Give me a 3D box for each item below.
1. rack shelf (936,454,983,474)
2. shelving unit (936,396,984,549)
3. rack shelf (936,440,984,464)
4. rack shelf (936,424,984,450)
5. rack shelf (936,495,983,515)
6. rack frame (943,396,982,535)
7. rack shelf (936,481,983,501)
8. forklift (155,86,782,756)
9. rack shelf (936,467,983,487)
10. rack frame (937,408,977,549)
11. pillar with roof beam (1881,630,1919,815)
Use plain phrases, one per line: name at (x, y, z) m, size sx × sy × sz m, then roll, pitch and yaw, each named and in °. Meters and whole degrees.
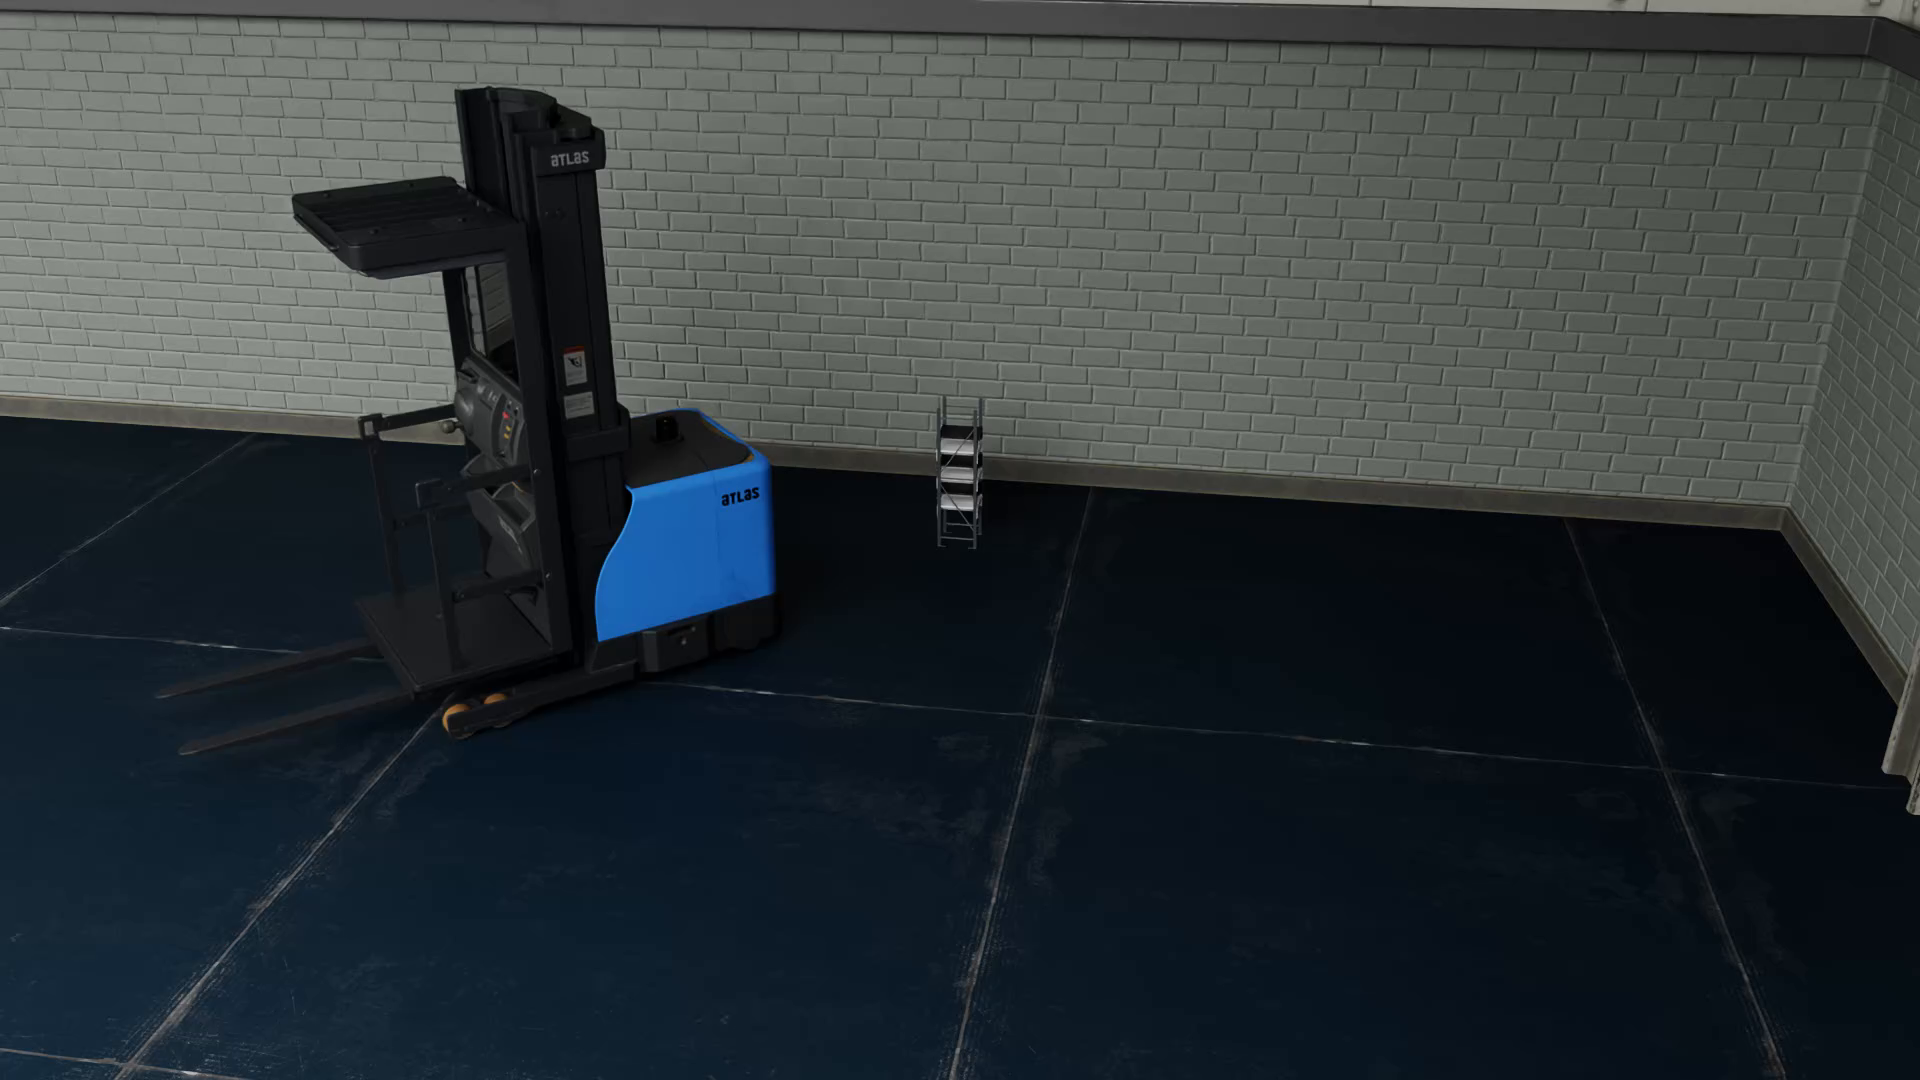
rack shelf at (-0.001, -0.455, 10.028) m, size 0.258 × 0.077 × 0.200 m, roll 4°, pitch 25°, yaw 9°
shelving unit at (-0.001, -0.404, 10.052) m, size 0.258 × 0.900 × 0.210 m, roll 4°, pitch 25°, yaw 9°
rack shelf at (-0.001, -0.537, 9.990) m, size 0.258 × 0.077 × 0.200 m, roll 4°, pitch 25°, yaw 9°
rack shelf at (-0.001, -0.619, 9.952) m, size 0.258 × 0.077 × 0.200 m, roll 4°, pitch 25°, yaw 9°
rack shelf at (-0.001, -0.211, 10.142) m, size 0.258 × 0.077 × 0.200 m, roll 4°, pitch 25°, yaw 9°
rack frame at (0.015, -0.447, 10.143) m, size 0.240 × 0.900 × 0.006 m, roll 4°, pitch 25°, yaw 9°
rack shelf at (-0.001, -0.292, 10.104) m, size 0.258 × 0.077 × 0.200 m, roll 4°, pitch 25°, yaw 9°
forklift at (-2.484, -0.607, 8.089) m, size 3.031 × 2.935 × 1.130 m, roll -15°, pitch 29°, yaw -29°
rack shelf at (-0.001, -0.374, 10.066) m, size 0.258 × 0.077 × 0.200 m, roll 4°, pitch 25°, yaw 9°
rack frame at (-0.018, -0.362, 9.961) m, size 0.240 × 0.900 × 0.006 m, roll 4°, pitch 25°, yaw 9°
pillar with roof beam at (0.268, -3.197, 6.466) m, size 9.100 × 9.000 × 0.400 m, roll 4°, pitch 25°, yaw 9°
